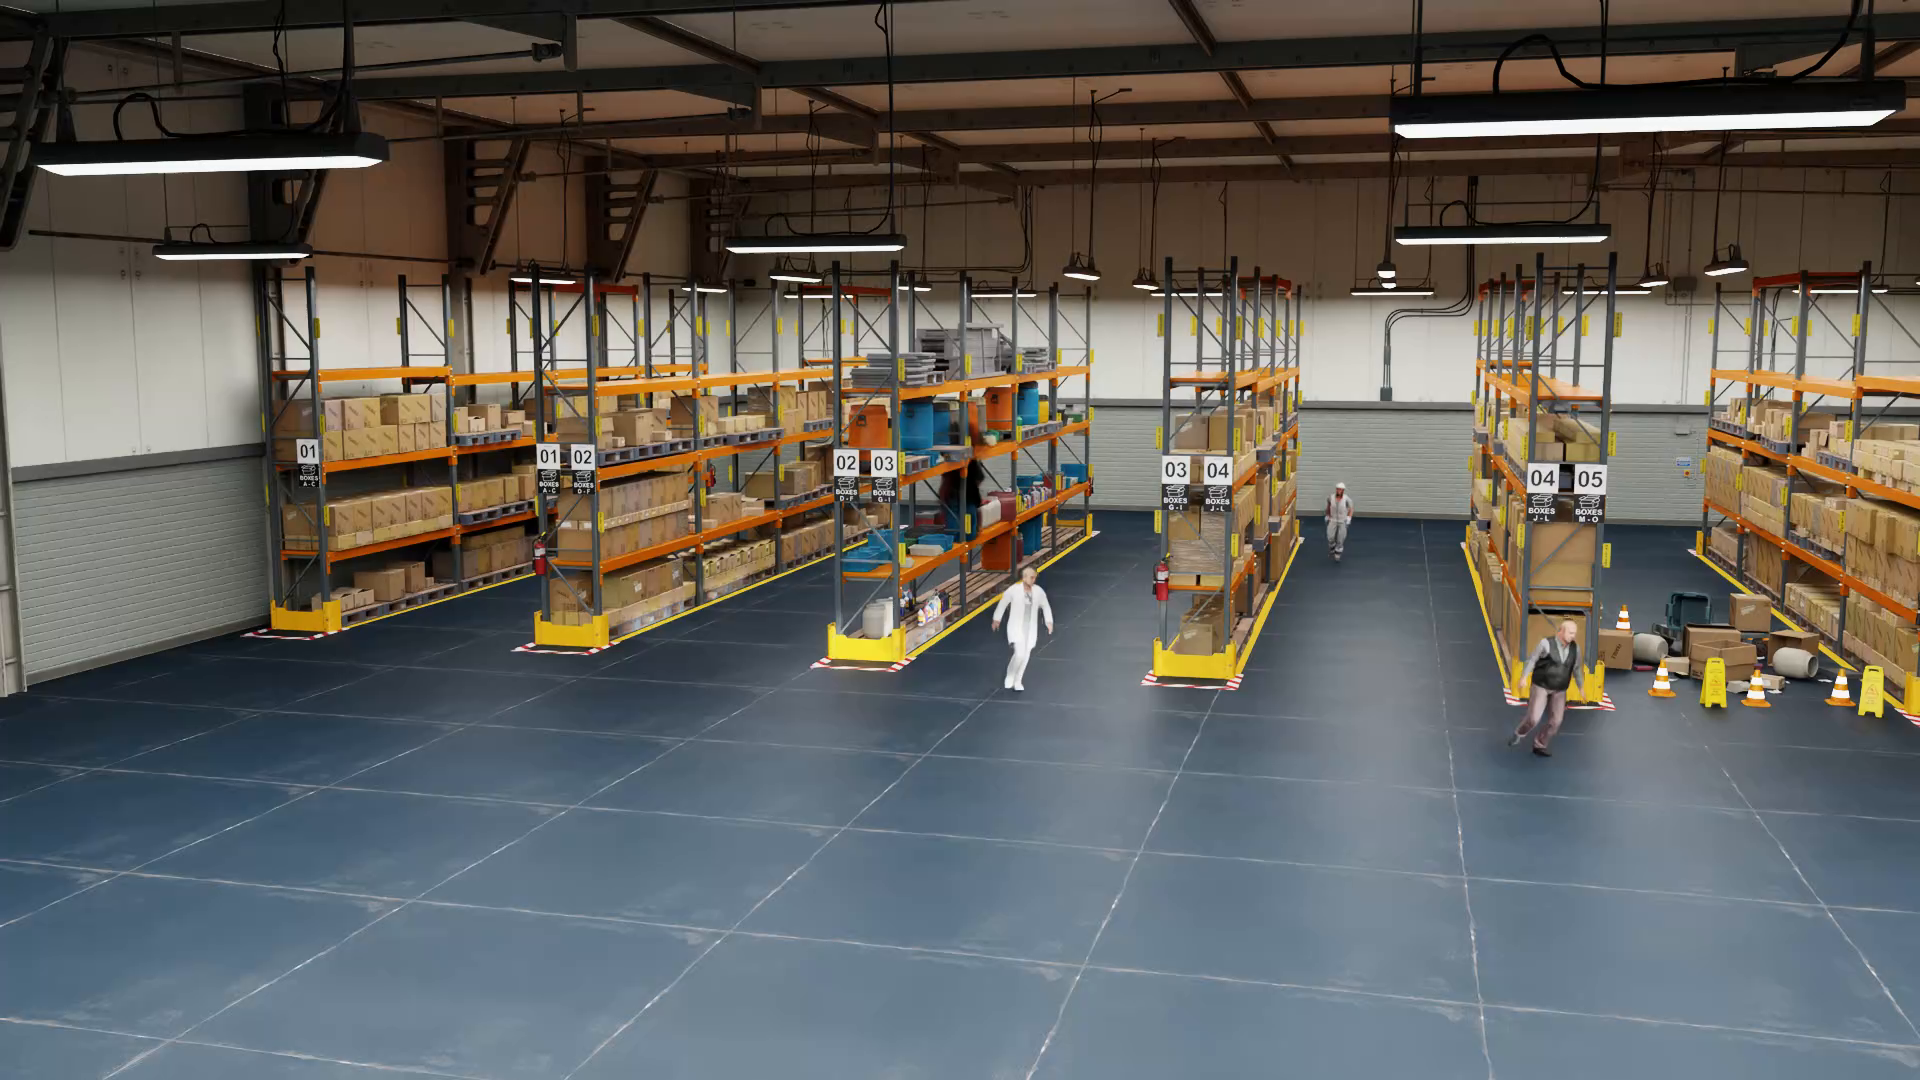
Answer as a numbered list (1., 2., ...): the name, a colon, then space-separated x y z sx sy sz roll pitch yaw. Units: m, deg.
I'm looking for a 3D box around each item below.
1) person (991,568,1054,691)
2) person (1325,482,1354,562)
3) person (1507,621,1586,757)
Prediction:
1. person: 0.899 1.243 22.900 0.700 1.743 0.828 -3 8 -20
2. person: 8.075 -0.371 35.511 0.663 1.736 0.783 3 8 20
3. person: 6.880 1.720 19.461 0.780 1.640 0.621 -1 7 -6
